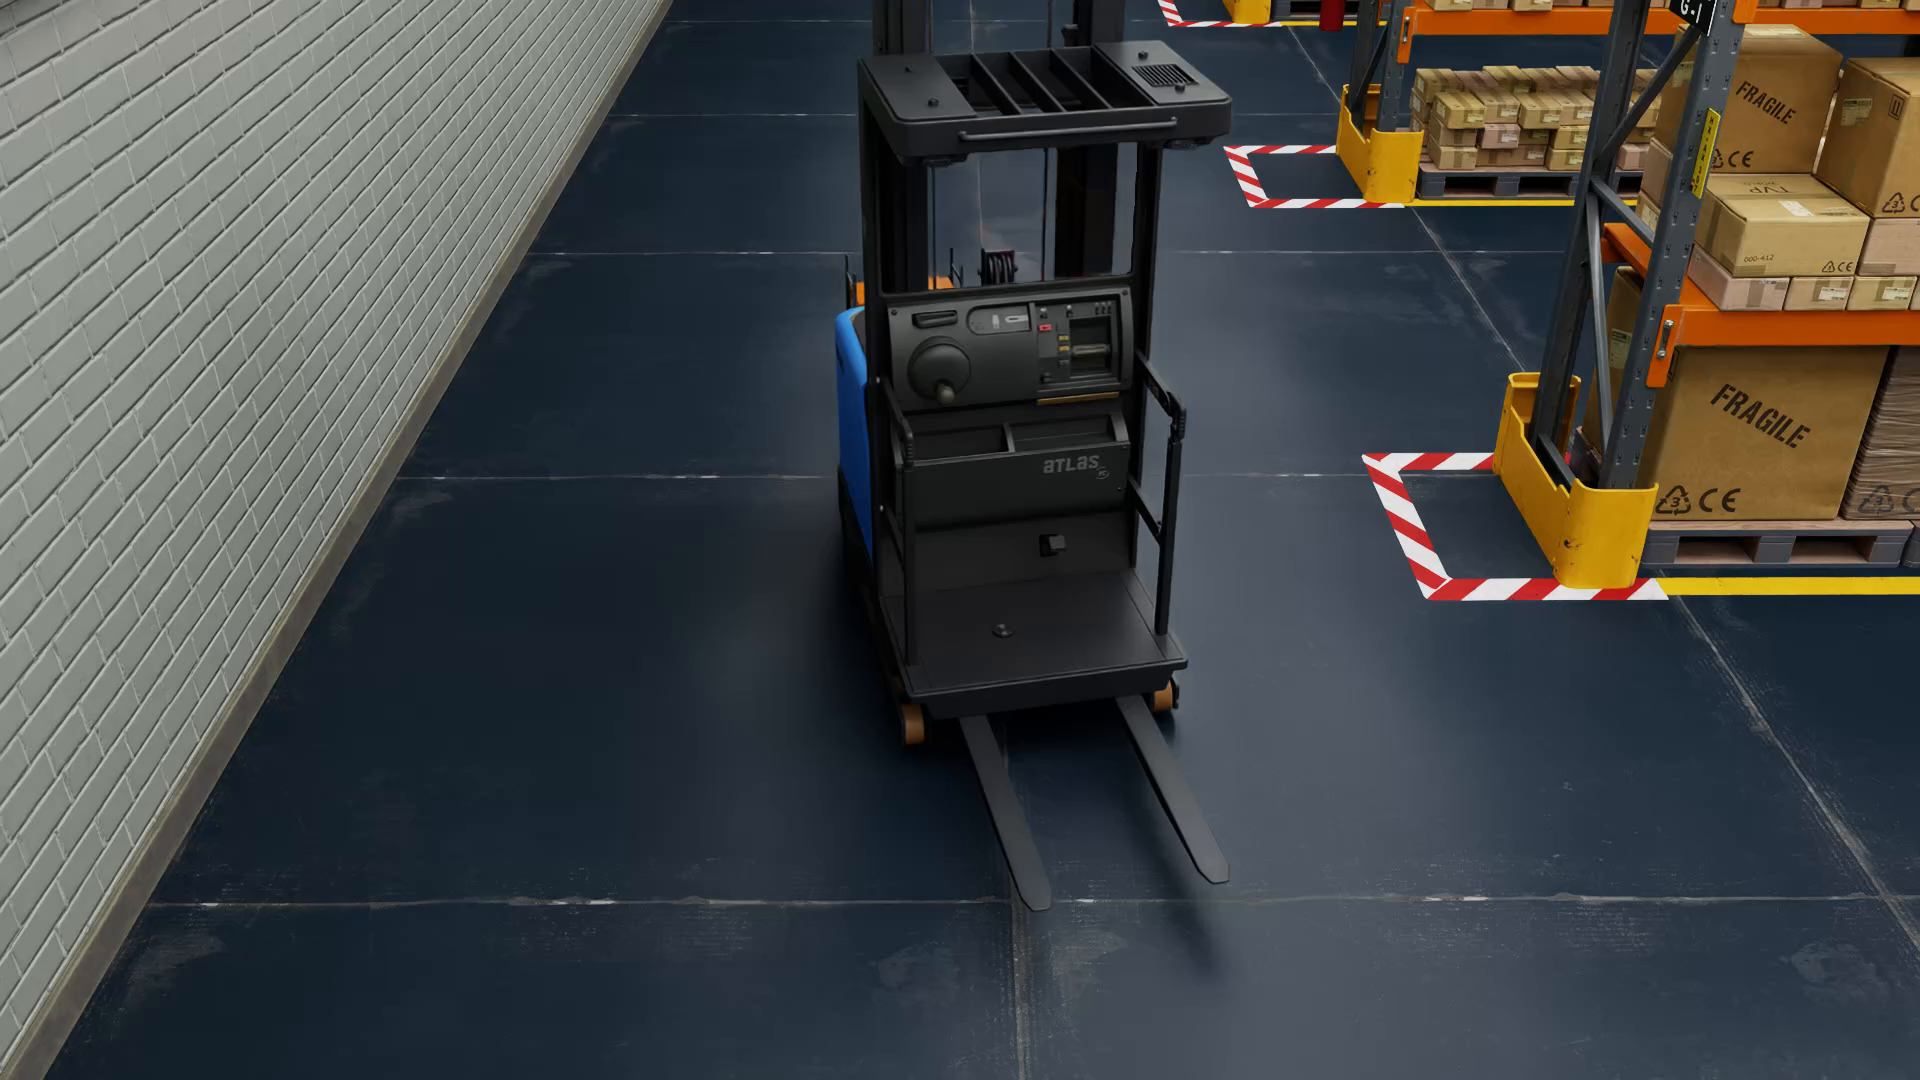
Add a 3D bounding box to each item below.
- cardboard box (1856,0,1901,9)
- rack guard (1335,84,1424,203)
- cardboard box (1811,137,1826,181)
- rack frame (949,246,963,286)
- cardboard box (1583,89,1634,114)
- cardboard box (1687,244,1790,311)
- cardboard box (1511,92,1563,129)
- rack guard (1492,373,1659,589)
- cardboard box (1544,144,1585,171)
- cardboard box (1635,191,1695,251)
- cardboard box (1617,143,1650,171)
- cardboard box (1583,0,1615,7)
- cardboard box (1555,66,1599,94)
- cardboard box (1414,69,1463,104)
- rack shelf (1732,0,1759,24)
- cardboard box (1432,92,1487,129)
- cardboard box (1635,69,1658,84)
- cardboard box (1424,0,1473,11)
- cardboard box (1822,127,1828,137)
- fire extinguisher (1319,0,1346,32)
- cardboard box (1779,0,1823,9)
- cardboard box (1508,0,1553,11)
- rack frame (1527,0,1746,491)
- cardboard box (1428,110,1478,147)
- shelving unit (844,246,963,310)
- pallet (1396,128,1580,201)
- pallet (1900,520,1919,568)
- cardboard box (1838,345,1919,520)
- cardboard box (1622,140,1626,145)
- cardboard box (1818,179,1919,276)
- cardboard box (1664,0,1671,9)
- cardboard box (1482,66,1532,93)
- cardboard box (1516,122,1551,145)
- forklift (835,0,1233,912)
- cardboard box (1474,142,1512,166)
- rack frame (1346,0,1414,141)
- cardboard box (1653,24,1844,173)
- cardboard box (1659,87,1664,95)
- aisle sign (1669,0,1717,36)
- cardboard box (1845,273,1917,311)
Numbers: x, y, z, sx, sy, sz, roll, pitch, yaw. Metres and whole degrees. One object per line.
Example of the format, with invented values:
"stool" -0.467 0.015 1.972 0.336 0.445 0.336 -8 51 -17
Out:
"cardboard box" 6.129 -3.698 11.195 0.250 0.149 0.380 1 31 2
"rack guard" 3.014 -2.874 12.004 0.348 0.500 1.175 0 31 0
"cardboard box" 3.857 -1.572 7.308 0.500 0.250 0.500 -1 31 -1
"rack frame" -0.019 -0.784 7.885 0.015 1.200 0.240 -7 32 -11
"cardboard box" 4.516 -3.020 11.605 0.250 0.149 0.380 1 31 2
"cardboard box" 3.224 -1.092 6.899 0.250 0.149 0.380 0 31 0
"cardboard box" 3.992 -2.980 11.540 0.250 0.149 0.380 0 31 0
"rack guard" 2.843 -0.300 7.763 0.348 0.500 1.175 0 31 0
"cardboard box" 4.230 -2.730 11.701 0.250 0.149 0.380 0 31 0
"cardboard box" 3.221 -1.434 7.463 0.250 0.149 0.380 0 31 1
"cardboard box" 4.734 -2.736 11.711 0.250 0.149 0.380 -2 31 -3
"cardboard box" 4.317 -3.721 11.233 0.250 0.149 0.380 0 31 -1
"cardboard box" 4.503 -3.326 12.109 0.250 0.149 0.380 1 31 2
"cardboard box" 3.466 -3.290 12.051 0.250 0.149 0.380 0 31 0
"rack shelf" 4.867 -2.350 6.533 4.000 0.370 1.077 0 31 0
"cardboard box" 3.464 -2.983 11.544 0.250 0.149 0.380 -2 31 -3
"cardboard box" 5.029 -3.284 12.042 0.250 0.149 0.380 0 31 0
"cardboard box" 3.264 -3.666 11.142 0.250 0.149 0.380 0 31 -1
"cardboard box" 6.086 -2.859 11.628 0.250 0.149 0.380 -1 31 -2
"fire extinguisher" 2.683 -3.988 11.866 0.183 0.674 0.296 0 31 0
"cardboard box" 5.600 -3.693 11.188 0.250 0.149 0.380 -1 31 -2
"cardboard box" 3.787 -3.661 11.134 0.250 0.149 0.380 -1 31 -2
"rack frame" 2.867 -1.369 7.115 0.127 3.000 1.000 0 31 0
"cardboard box" 3.463 -2.898 11.692 0.250 0.149 0.380 1 31 2
"shelving unit" -0.257 -0.756 7.839 0.503 1.200 0.258 -7 32 -11
"pallet" 3.826 -2.734 12.053 1.213 0.211 1.003 0 31 0
"pallet" 4.883 -0.222 7.913 1.213 0.211 1.003 0 31 0
"cardboard box" 4.416 -0.687 7.633 0.875 0.875 0.875 0 31 0
"cardboard box" 4.504 -2.911 11.713 0.250 0.149 0.380 -2 31 -3
"cardboard box" 3.868 -1.299 6.856 0.500 0.250 0.500 -1 31 -1
"cardboard box" 4.823 -3.697 11.194 0.250 0.149 0.380 1 31 2
"cardboard box" 3.976 -3.328 12.113 0.250 0.149 0.380 -1 31 -1
"cardboard box" 3.982 -2.917 11.722 0.250 0.149 0.380 0 31 0
"forklift" 0.242 -0.671 6.031 1.130 2.935 3.031 -6 32 -10
"cardboard box" 3.725 -2.782 11.787 0.250 0.149 0.380 0 31 0
"rack frame" 2.938 -3.942 11.356 0.127 3.000 1.000 0 31 0
"cardboard box" 3.352 -1.890 7.109 0.500 0.500 0.500 0 31 0
"cardboard box" 5.031 -3.047 11.651 0.250 0.149 0.380 0 31 0
"aisle sign" 2.797 -2.325 6.183 0.004 0.787 0.394 0 31 0
"cardboard box" 3.736 -1.094 6.904 0.250 0.149 0.380 -1 31 -1
